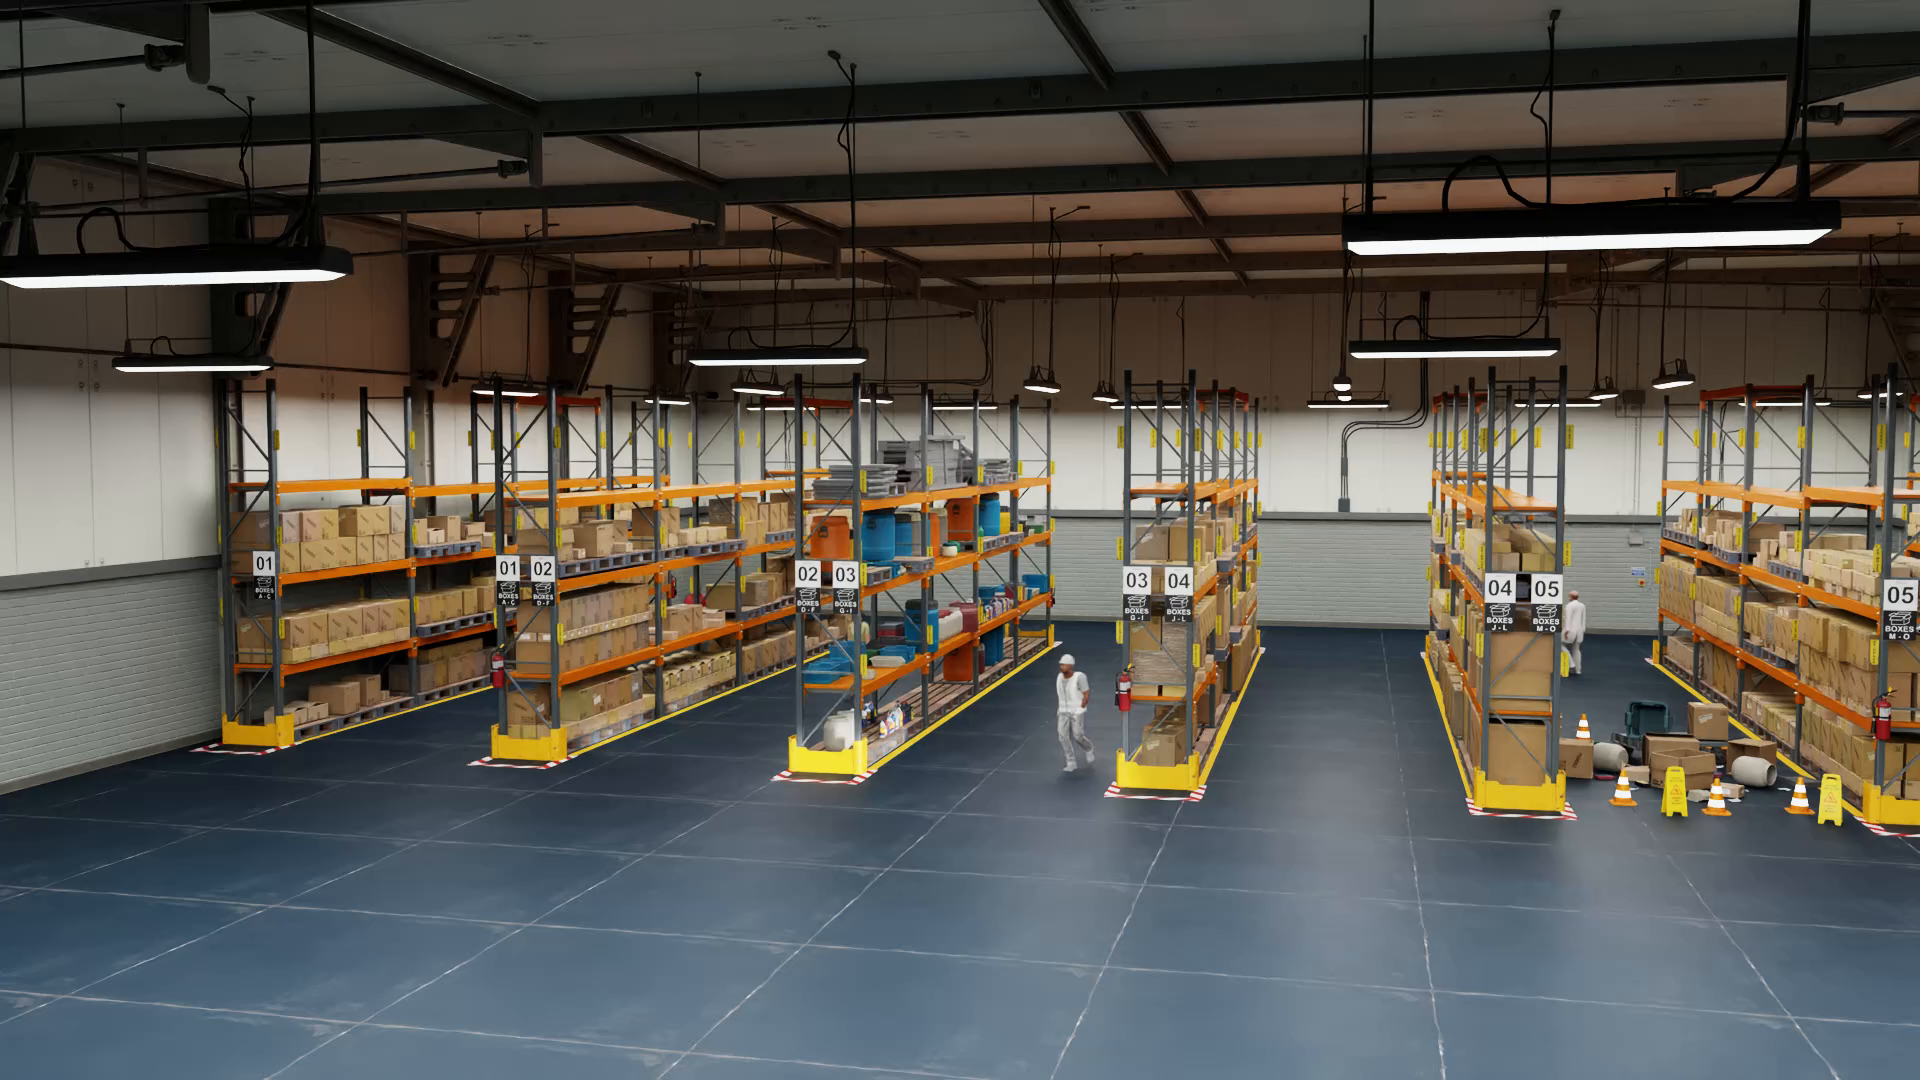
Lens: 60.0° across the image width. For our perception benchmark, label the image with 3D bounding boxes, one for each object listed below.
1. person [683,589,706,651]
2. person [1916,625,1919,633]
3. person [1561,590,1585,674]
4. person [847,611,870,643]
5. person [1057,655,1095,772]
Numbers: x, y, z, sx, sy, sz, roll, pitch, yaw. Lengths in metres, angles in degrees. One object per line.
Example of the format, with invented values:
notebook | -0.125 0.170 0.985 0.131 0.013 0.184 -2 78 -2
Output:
person | -6.114 1.855 38.079 0.509 1.661 1.024 1 4 19
person | 16.925 2.373 29.121 0.508 1.807 0.543 0 3 2
person | 13.155 1.967 35.653 0.611 1.771 0.491 -1 4 -19
person | -1.986 2.058 32.392 0.463 1.444 0.988 0 3 0
person | 1.731 2.612 25.322 0.607 1.753 0.665 2 4 33
